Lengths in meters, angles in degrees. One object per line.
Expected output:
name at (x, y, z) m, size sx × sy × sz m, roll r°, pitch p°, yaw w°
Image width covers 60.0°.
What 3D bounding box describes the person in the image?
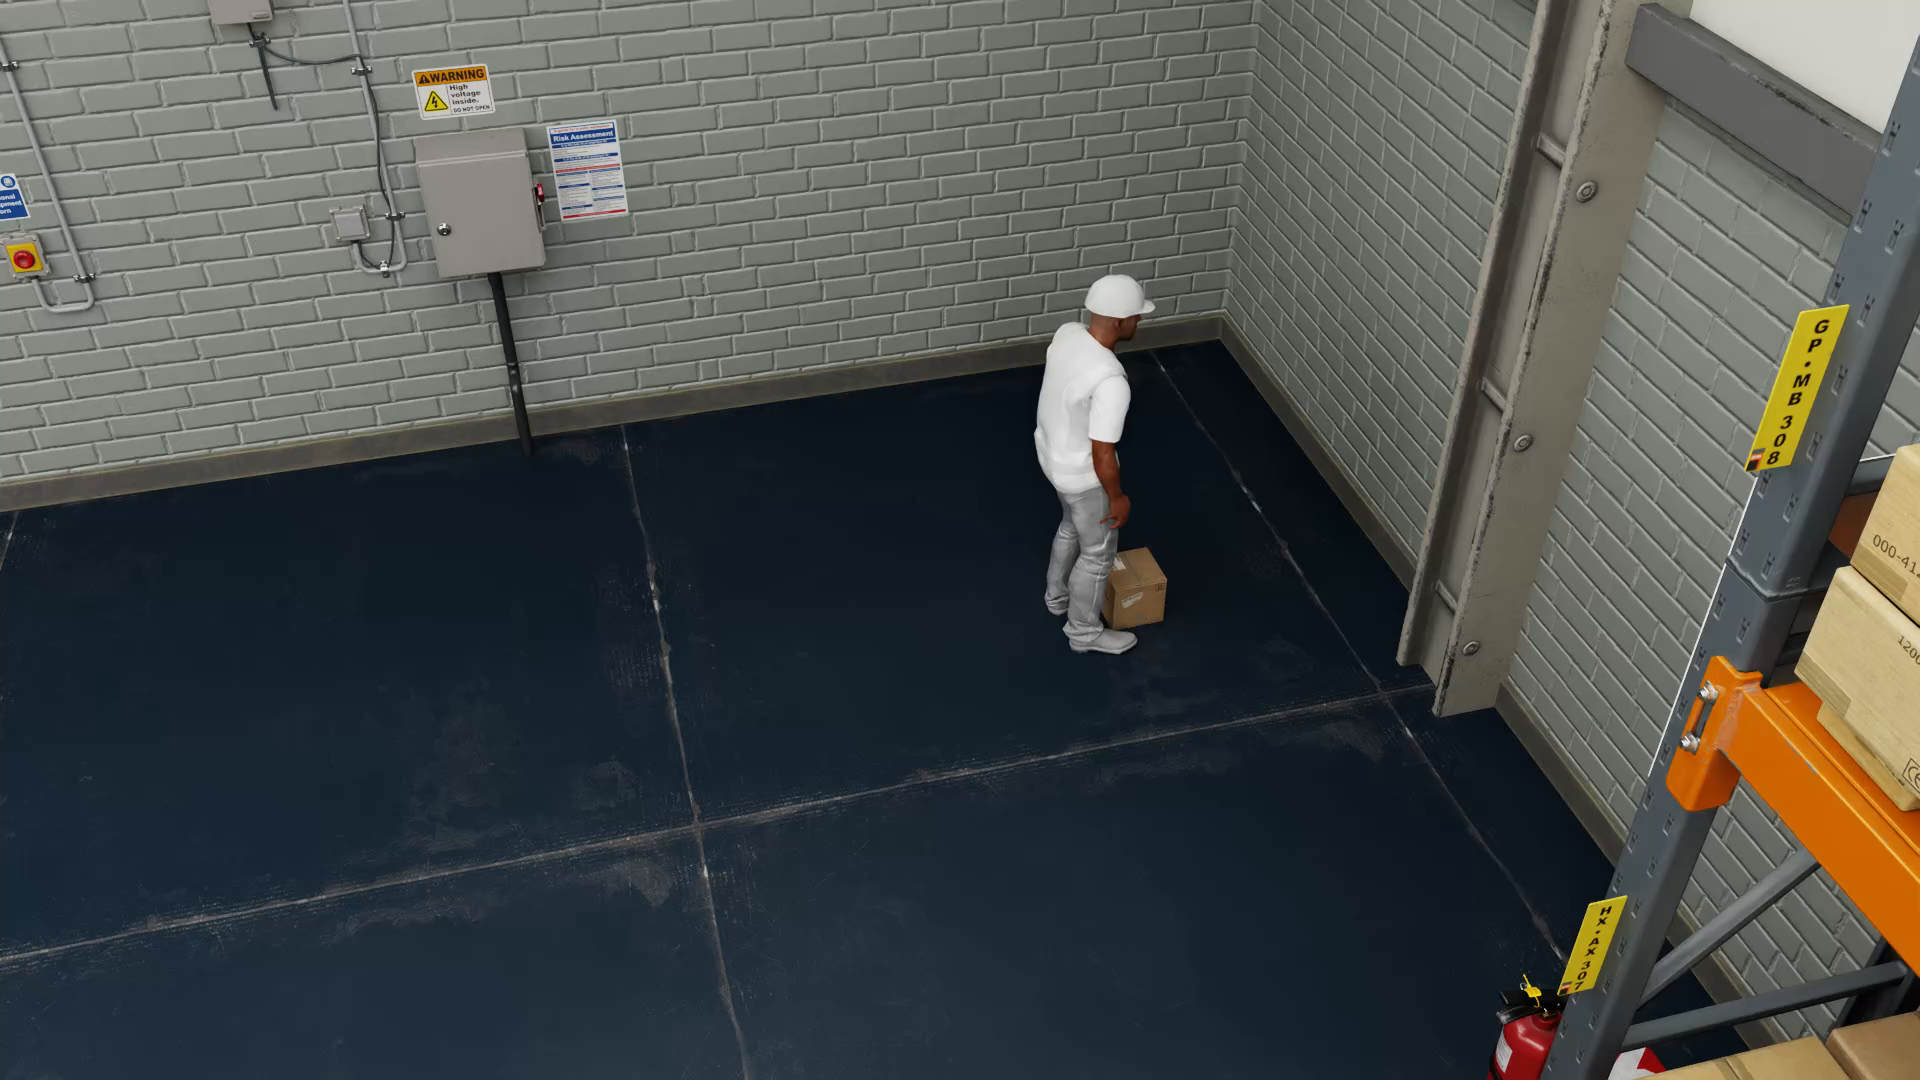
person at (0.568, -0.329, 7.121) m, size 0.463 × 1.760 × 0.634 m, roll -10°, pitch 39°, yaw -13°
